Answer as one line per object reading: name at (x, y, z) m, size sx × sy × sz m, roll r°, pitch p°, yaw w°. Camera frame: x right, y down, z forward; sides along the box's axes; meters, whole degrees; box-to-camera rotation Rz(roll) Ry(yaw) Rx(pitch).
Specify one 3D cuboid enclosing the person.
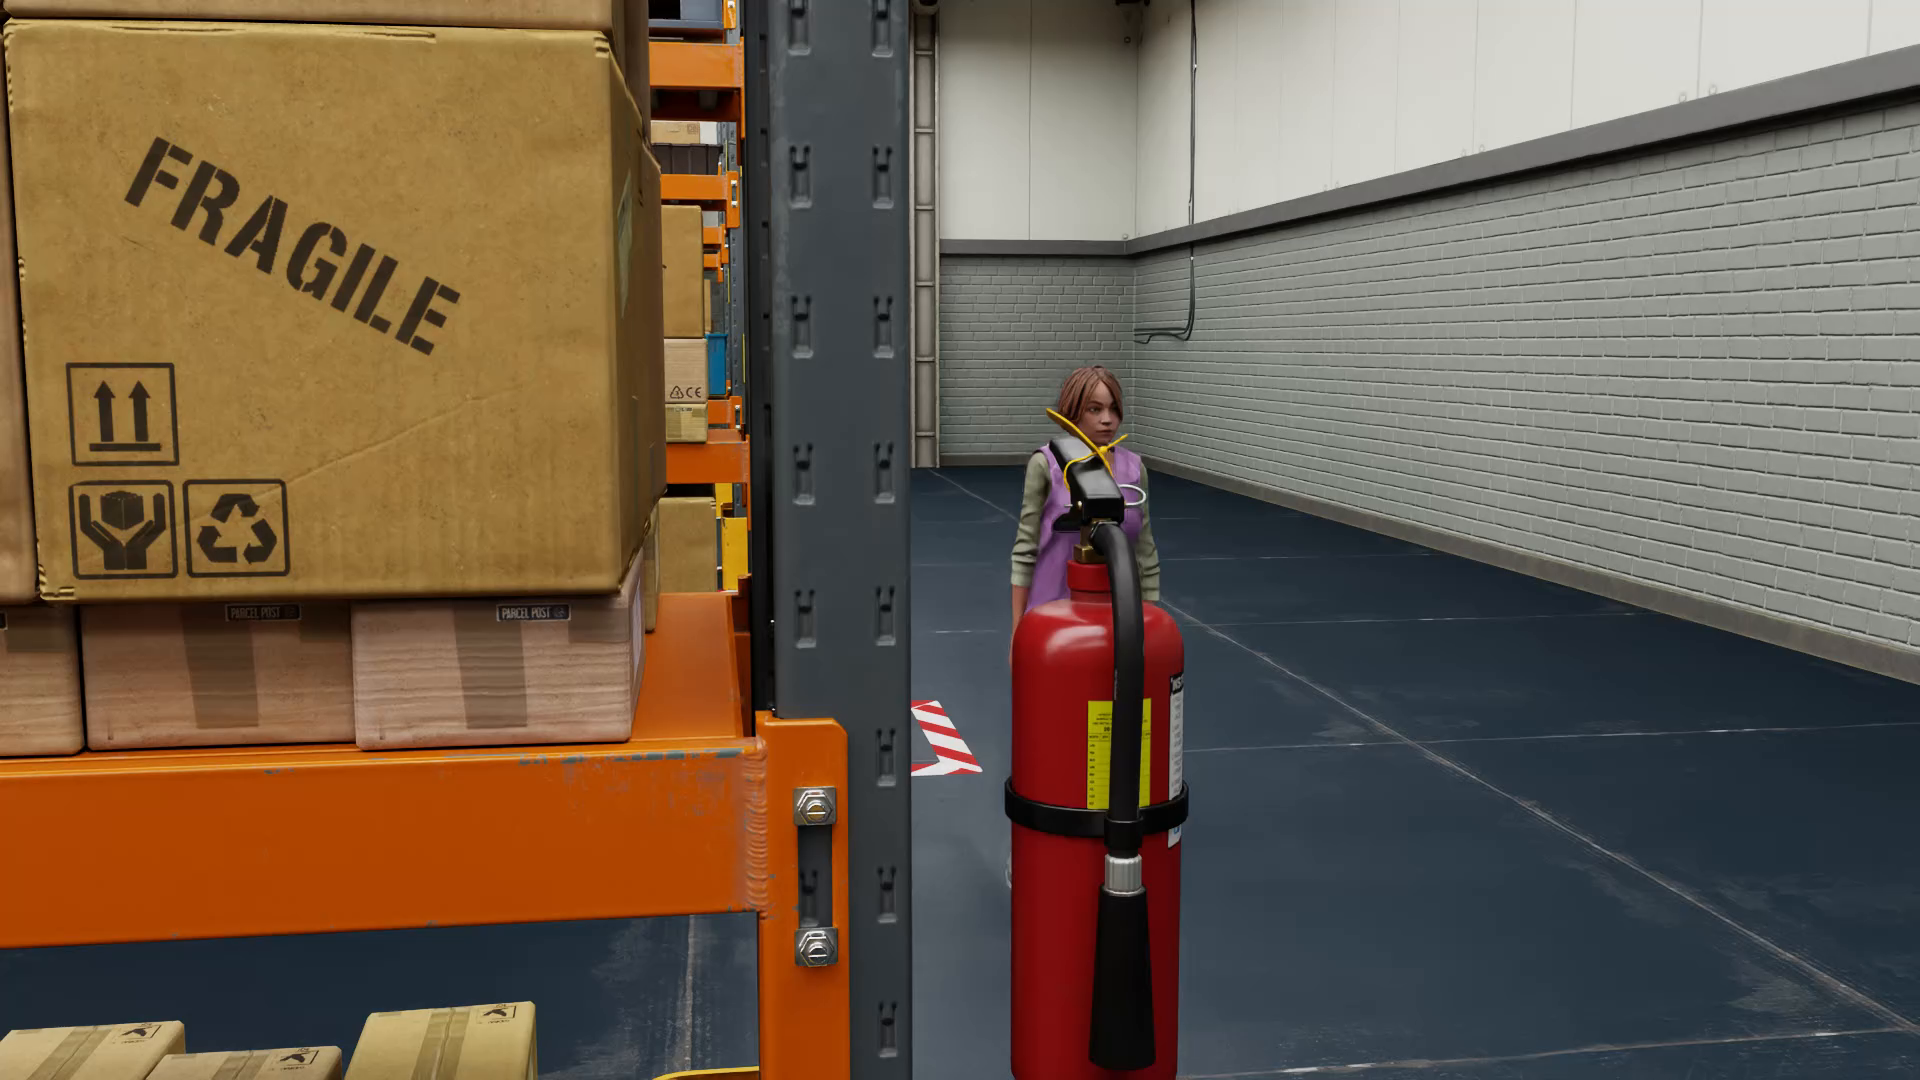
person at (0.365, 0.295, 4.855) m, size 0.440 × 1.608 × 0.440 m, roll -2°, pitch 7°, yaw -17°
